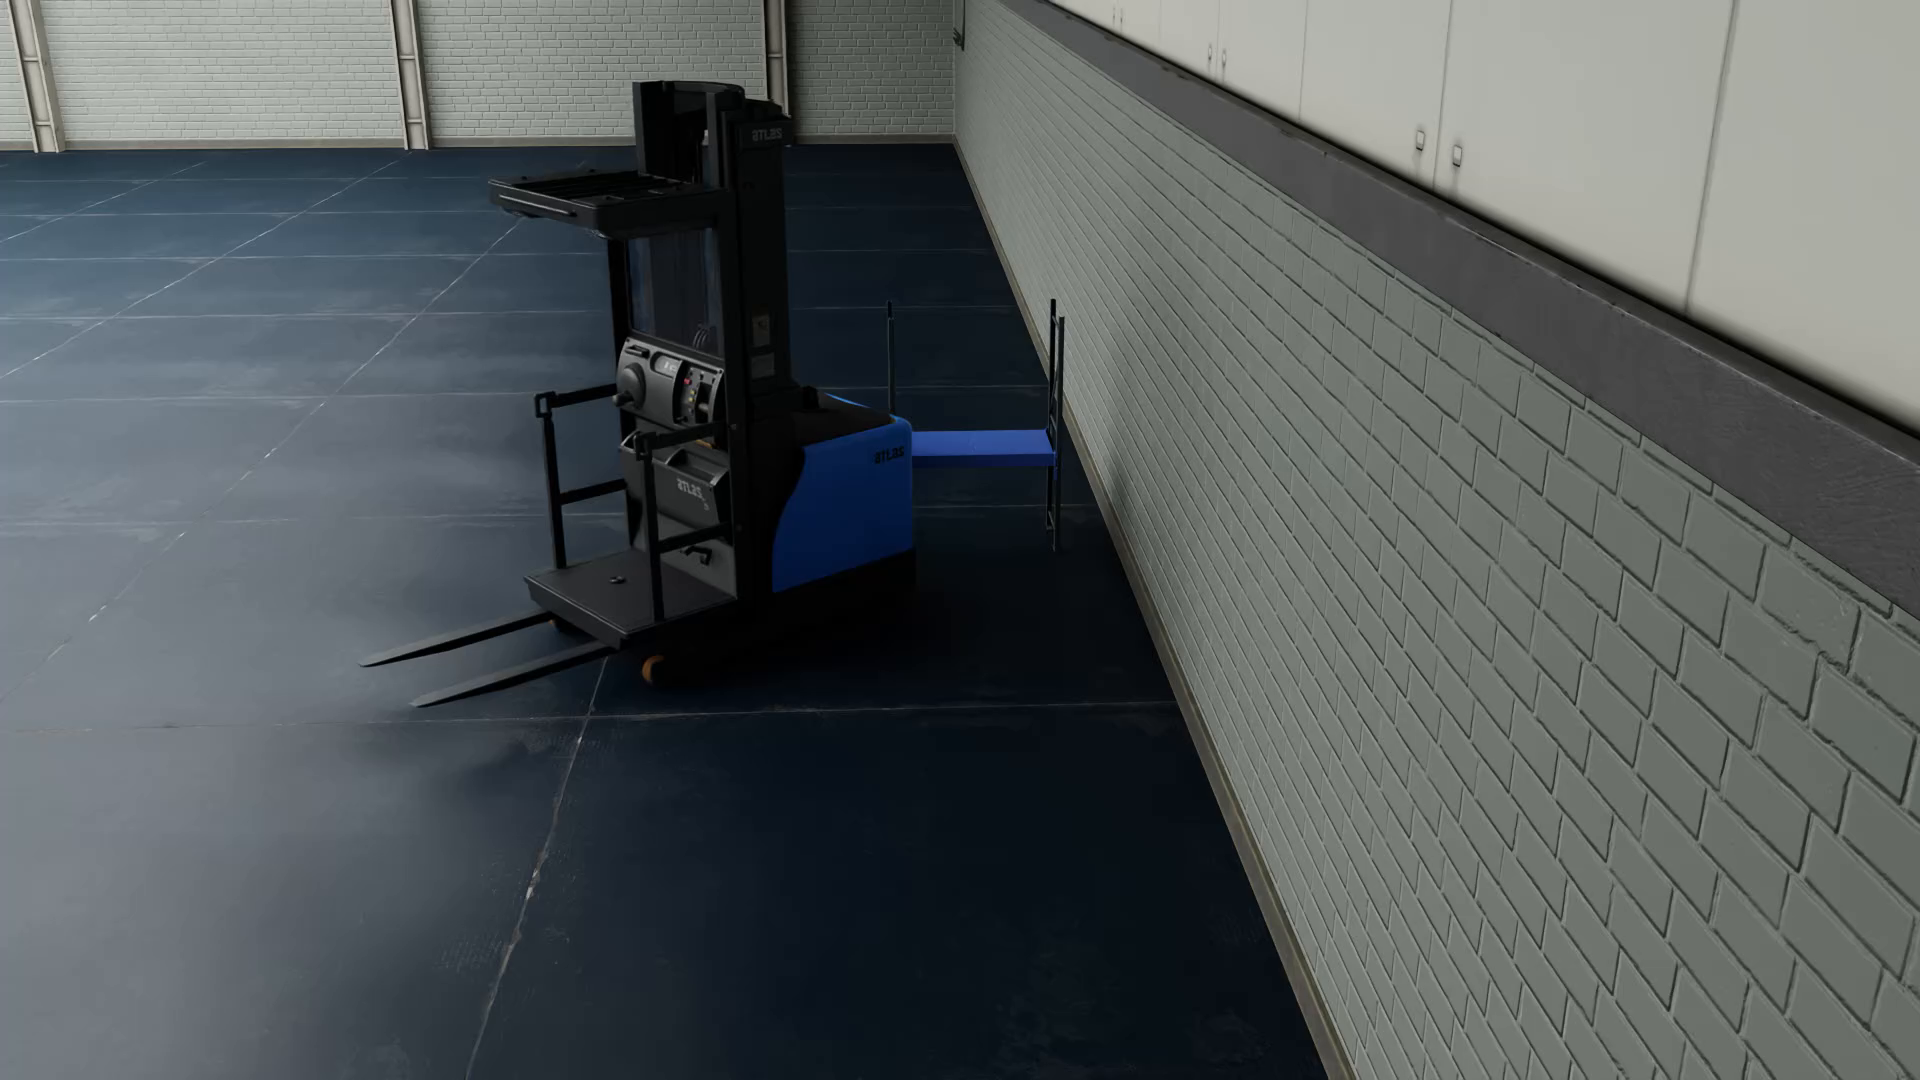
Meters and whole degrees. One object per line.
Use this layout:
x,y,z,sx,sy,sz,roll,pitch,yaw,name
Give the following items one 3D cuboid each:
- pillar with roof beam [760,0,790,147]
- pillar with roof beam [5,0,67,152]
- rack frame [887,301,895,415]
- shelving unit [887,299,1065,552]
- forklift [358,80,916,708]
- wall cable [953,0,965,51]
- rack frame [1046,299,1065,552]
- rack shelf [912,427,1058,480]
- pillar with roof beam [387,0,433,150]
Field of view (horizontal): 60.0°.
-2.832,-9.366,22.573,0.400,9.000,9.100,-1,21,-3,pillar with roof beam
-14.813,-9.122,21.933,0.400,9.000,9.100,-1,21,-3,pillar with roof beam
-0.422,-0.692,10.332,0.032,1.500,0.500,-1,21,-3,rack frame
0.085,-0.703,10.359,1.048,1.500,0.538,-1,21,-3,shelving unit
-1.687,-0.816,8.645,3.031,2.935,1.130,-18,27,-39,forklift
-0.062,-9.034,26.066,0.112,2.526,3.097,-1,21,-3,wall cable
0.593,-0.713,10.386,0.032,1.500,0.500,-1,21,-3,rack frame
0.085,-0.535,10.423,1.000,0.185,0.538,-1,21,-3,rack shelf
-8.823,-9.244,22.253,0.400,9.000,9.100,-1,21,-3,pillar with roof beam
